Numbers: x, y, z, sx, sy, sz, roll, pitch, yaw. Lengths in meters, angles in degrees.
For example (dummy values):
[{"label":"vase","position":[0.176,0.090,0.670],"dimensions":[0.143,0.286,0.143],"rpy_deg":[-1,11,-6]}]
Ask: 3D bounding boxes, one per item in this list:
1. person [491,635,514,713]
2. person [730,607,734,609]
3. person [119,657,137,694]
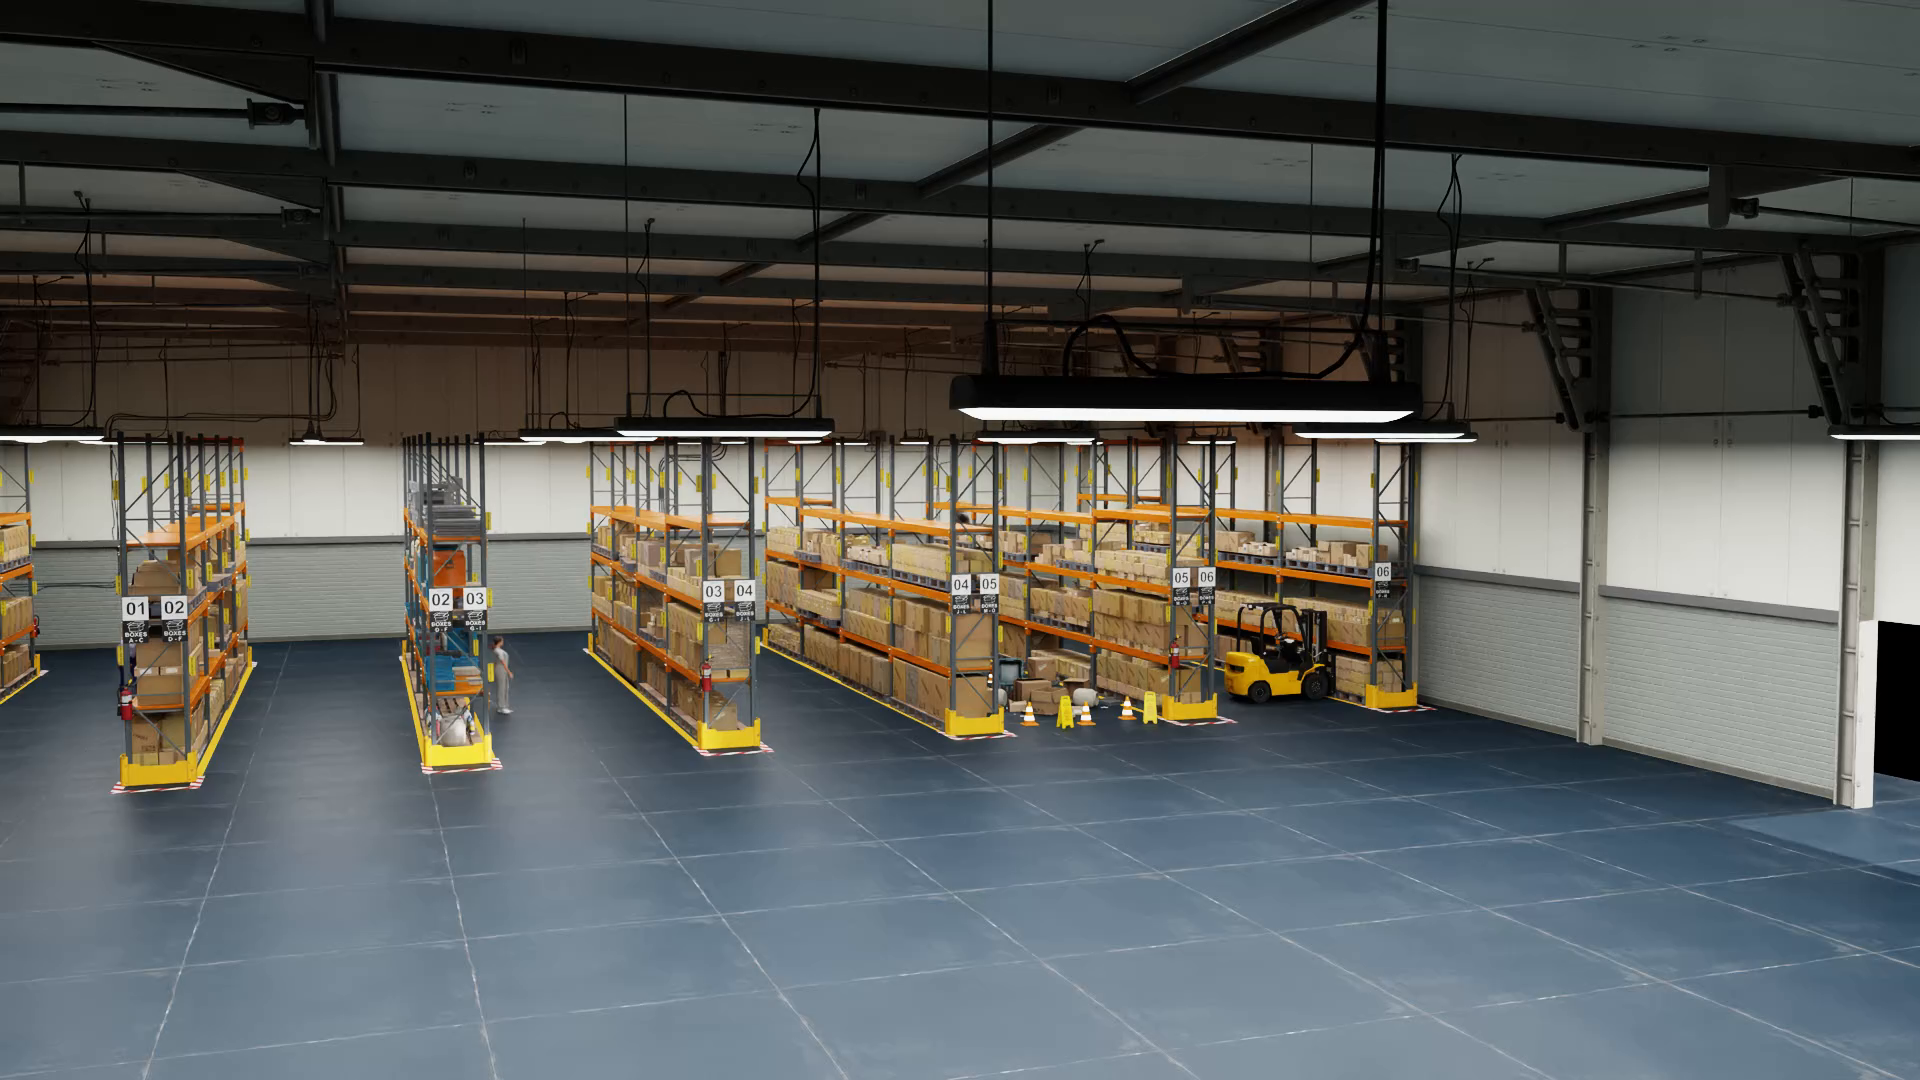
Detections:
[{"label":"person","position":[-9.873,2.908,35.950],"dimensions":[0.495,1.712,0.529],"rpy_deg":[0,3,-5]},{"label":"person","position":[-6.639,2.375,47.925],"dimensions":[0.411,1.433,0.429],"rpy_deg":[2,4,36]},{"label":"person","position":[-18.994,2.776,38.008],"dimensions":[0.538,1.570,0.507],"rpy_deg":[1,3,17]}]
